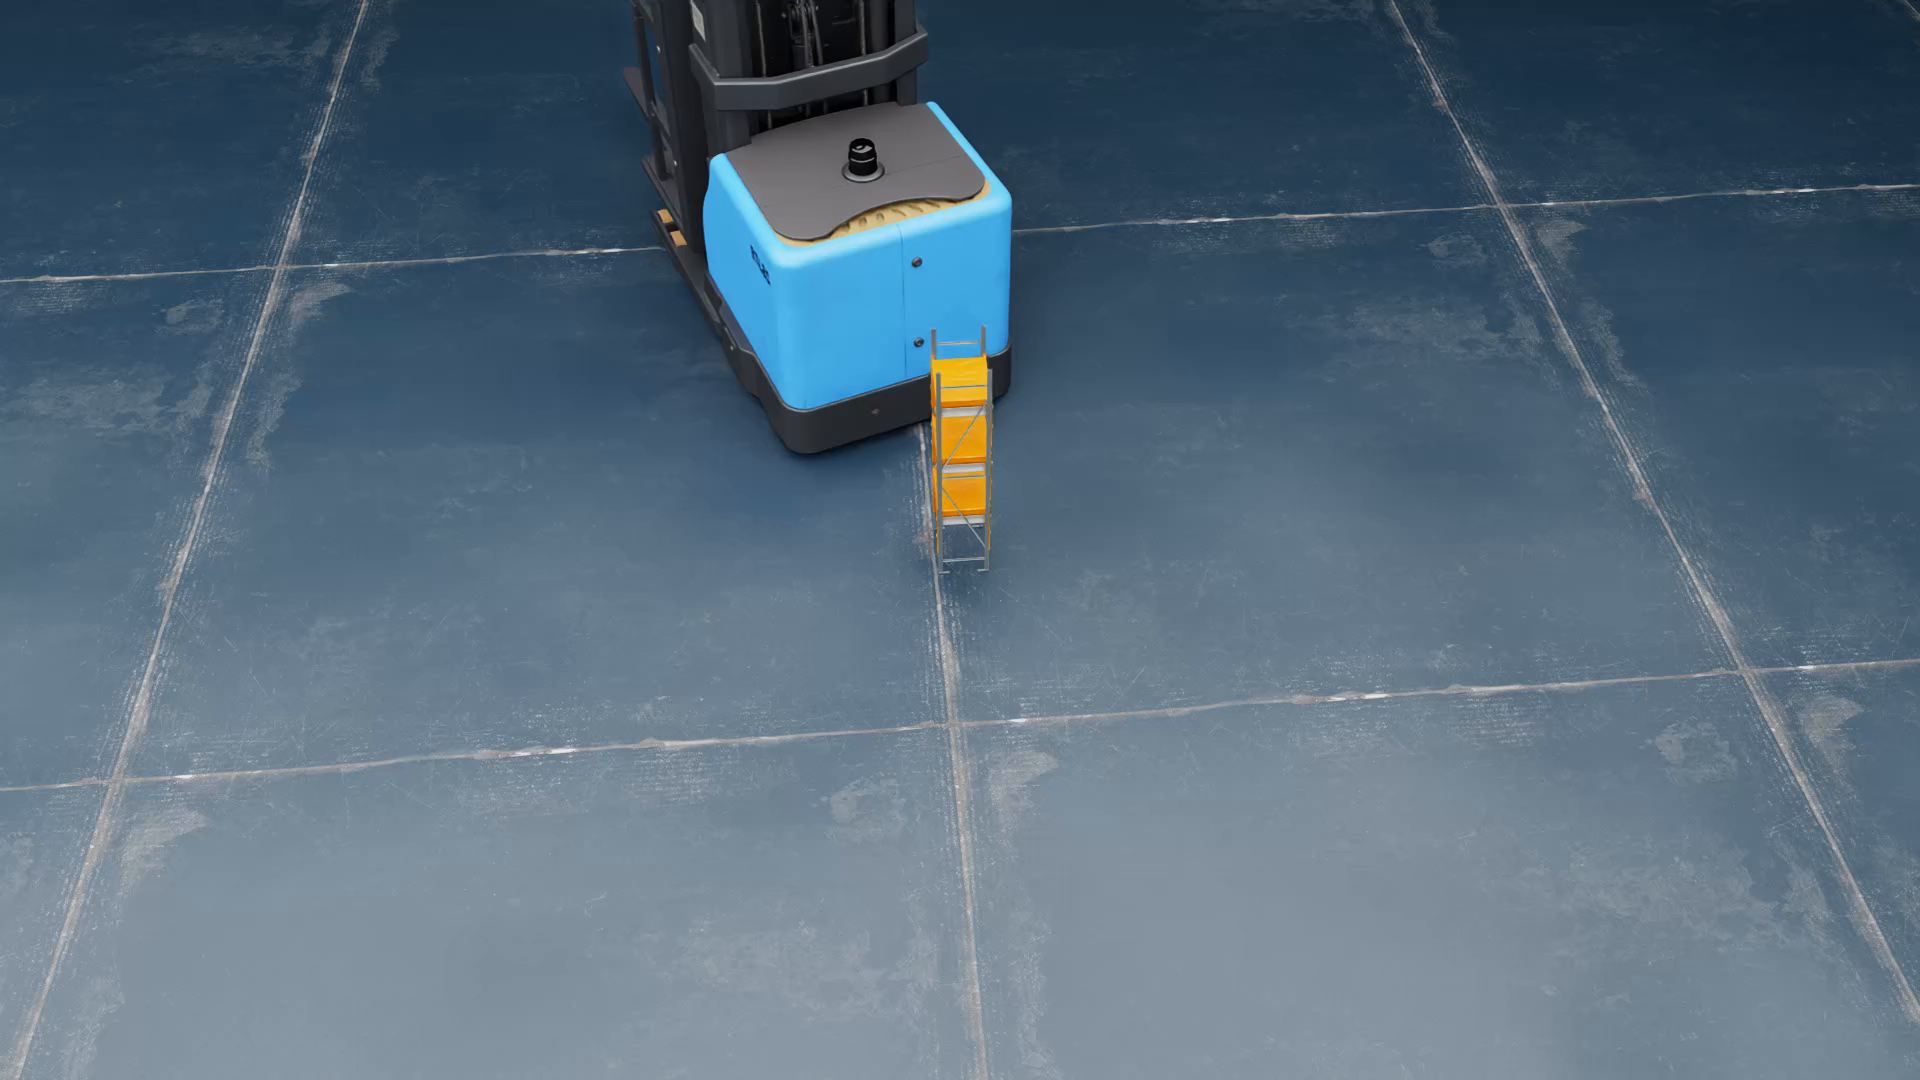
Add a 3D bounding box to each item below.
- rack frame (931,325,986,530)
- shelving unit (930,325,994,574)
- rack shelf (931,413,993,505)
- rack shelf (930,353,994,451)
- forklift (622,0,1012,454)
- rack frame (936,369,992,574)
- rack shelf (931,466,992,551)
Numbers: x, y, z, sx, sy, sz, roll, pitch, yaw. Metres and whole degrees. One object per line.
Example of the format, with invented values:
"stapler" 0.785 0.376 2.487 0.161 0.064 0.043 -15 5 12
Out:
"rack frame" -0.006 -0.411 6.416 0.200 1.050 0.008 -3 47 -3
"shelving unit" 0.004 -0.322 6.332 0.215 1.050 0.252 -3 47 -3
"rack shelf" 0.004 -0.315 6.340 0.215 0.259 0.240 -3 47 -3
"rack shelf" 0.004 -0.510 6.134 0.215 0.259 0.240 -3 47 -3
"forklift" -0.850 -2.453 7.054 1.130 2.935 3.031 -18 49 -17
"rack frame" 0.015 -0.234 6.249 0.200 1.050 0.008 -3 47 -3
"rack shelf" 0.004 -0.124 6.542 0.215 0.259 0.240 -3 47 -3
